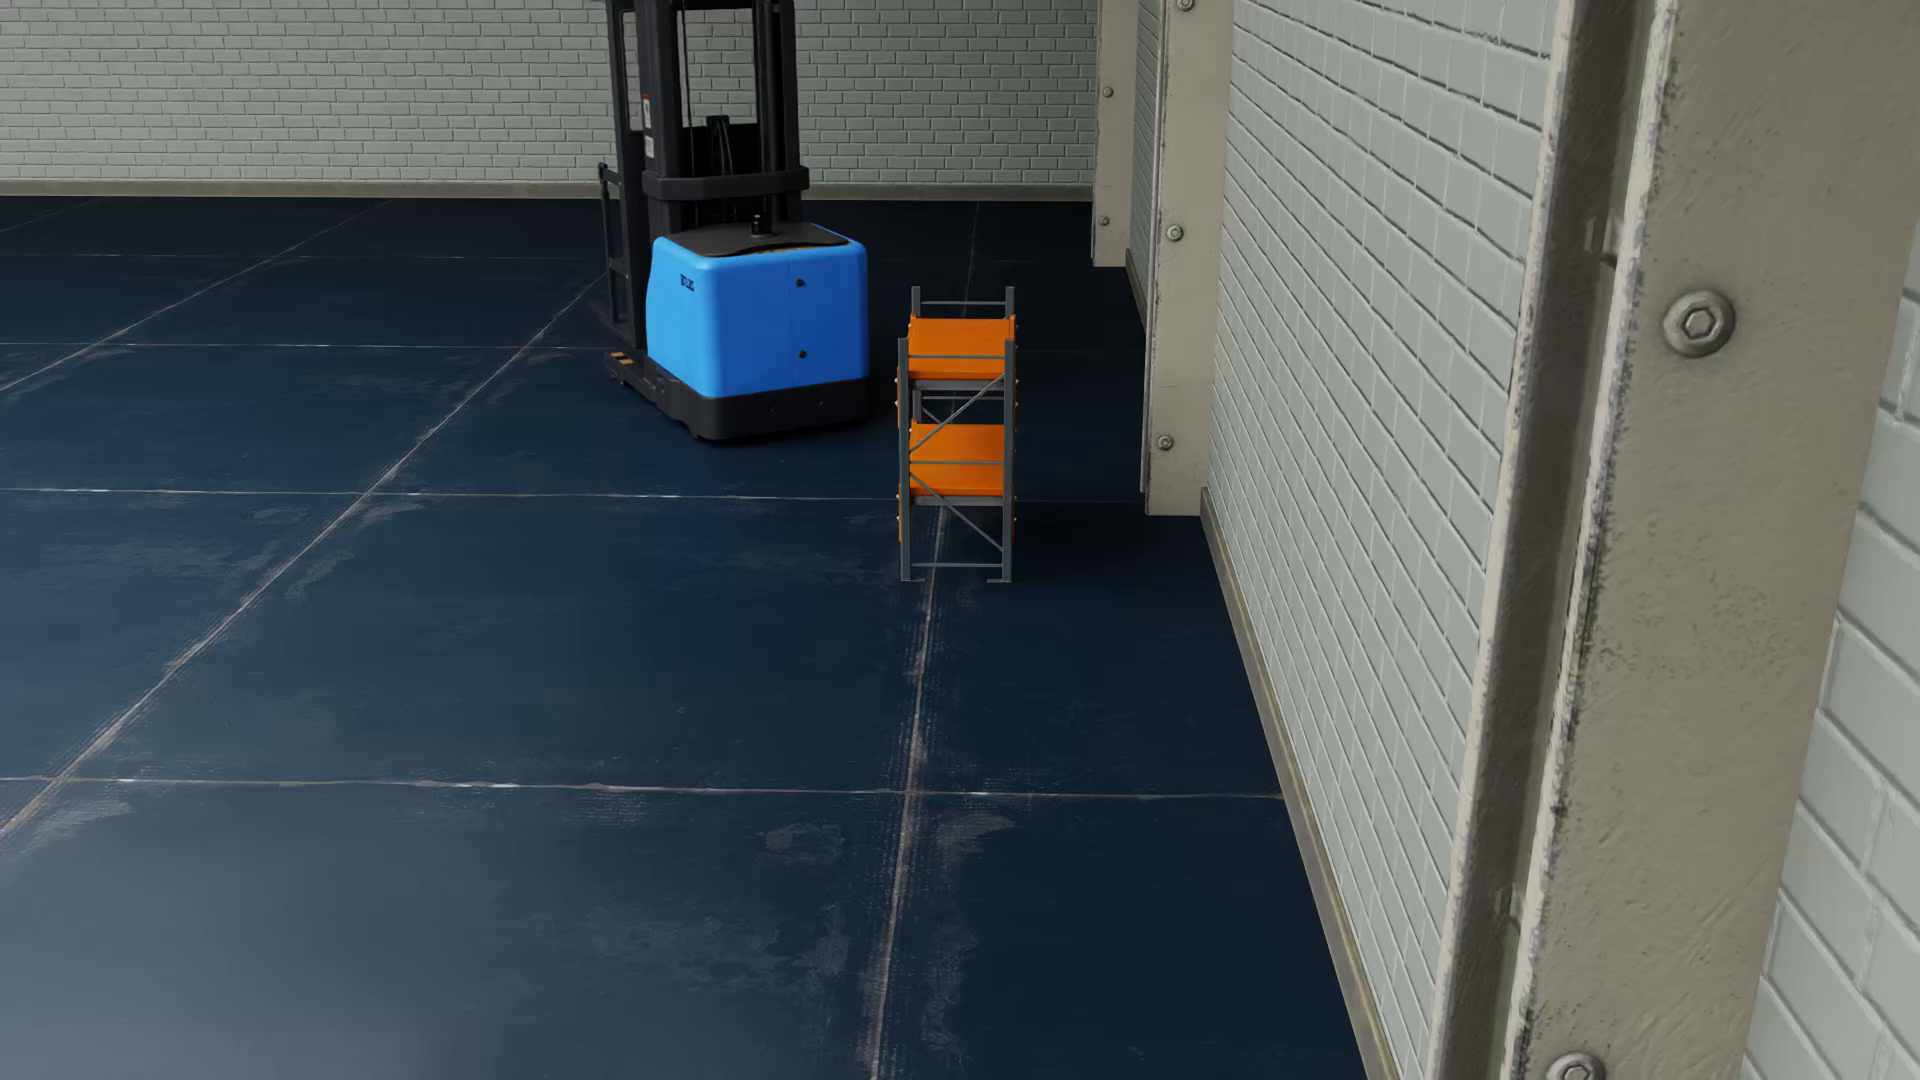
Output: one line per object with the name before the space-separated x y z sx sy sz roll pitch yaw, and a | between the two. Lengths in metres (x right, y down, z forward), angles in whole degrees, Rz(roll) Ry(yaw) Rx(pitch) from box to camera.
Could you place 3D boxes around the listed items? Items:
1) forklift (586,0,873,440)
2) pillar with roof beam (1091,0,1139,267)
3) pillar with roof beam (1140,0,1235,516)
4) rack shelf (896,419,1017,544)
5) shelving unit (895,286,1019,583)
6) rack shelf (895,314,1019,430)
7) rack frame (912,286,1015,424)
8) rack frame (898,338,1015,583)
forklift | -1.640 -2.417 10.207 1.130 2.935 3.031 -11 24 -26
pillar with roof beam | -3.028 -6.608 12.619 9.100 9.000 0.400 1 21 2
pillar with roof beam | -3.211 -4.438 7.028 9.100 9.000 0.400 1 21 2
rack shelf | 0.000 -0.294 7.908 0.538 0.278 1.000 1 21 2
shelving unit | 0.000 -0.522 7.819 0.538 1.125 1.048 1 21 2
rack shelf | 0.000 -0.795 7.713 0.538 0.278 1.000 1 21 2
rack frame | 0.015 -0.706 8.293 0.500 1.125 0.032 1 21 2
rack frame | -0.016 -0.338 7.345 0.500 1.125 0.032 1 21 2
